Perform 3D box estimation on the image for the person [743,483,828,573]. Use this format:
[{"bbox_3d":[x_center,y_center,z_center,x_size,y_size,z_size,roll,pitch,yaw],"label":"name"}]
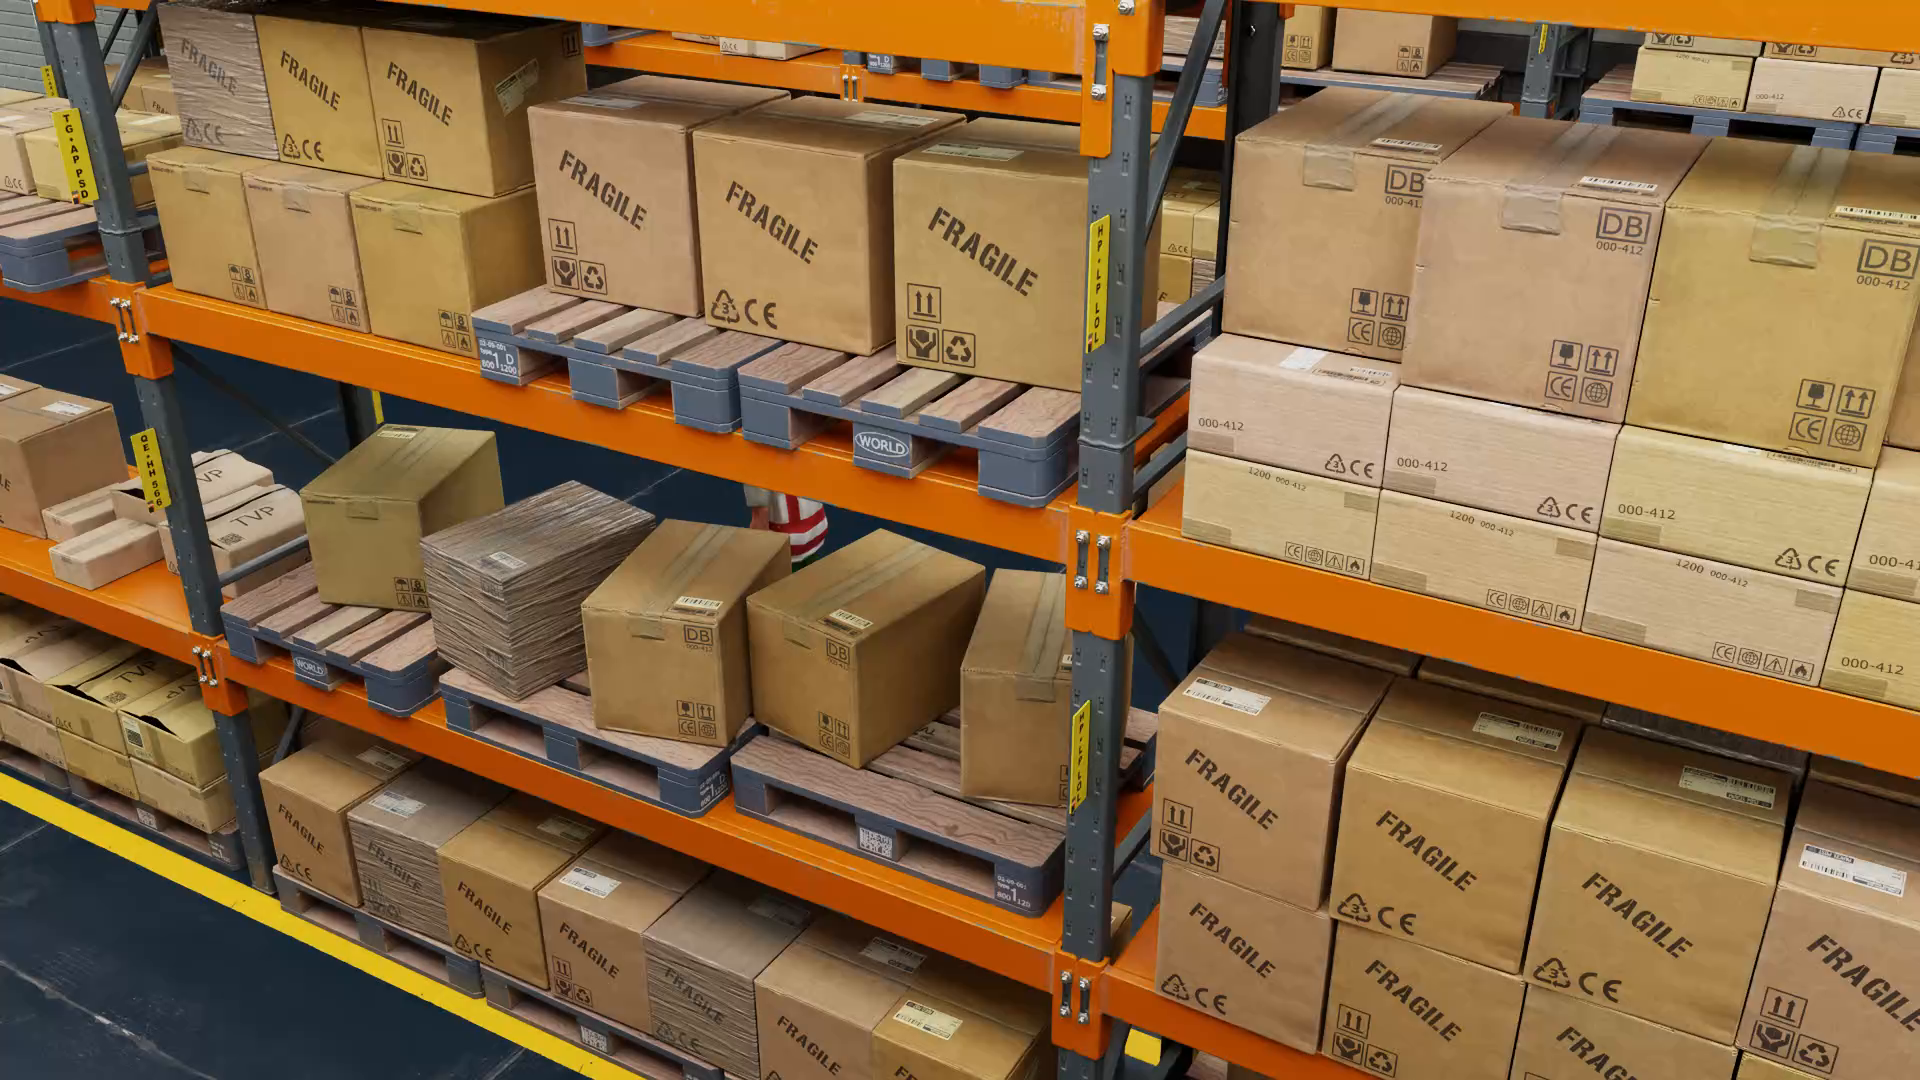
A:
[{"bbox_3d":[-0.918,0.018,8.560,0.448,1.780,0.608,14,30,26],"label":"person"}]
